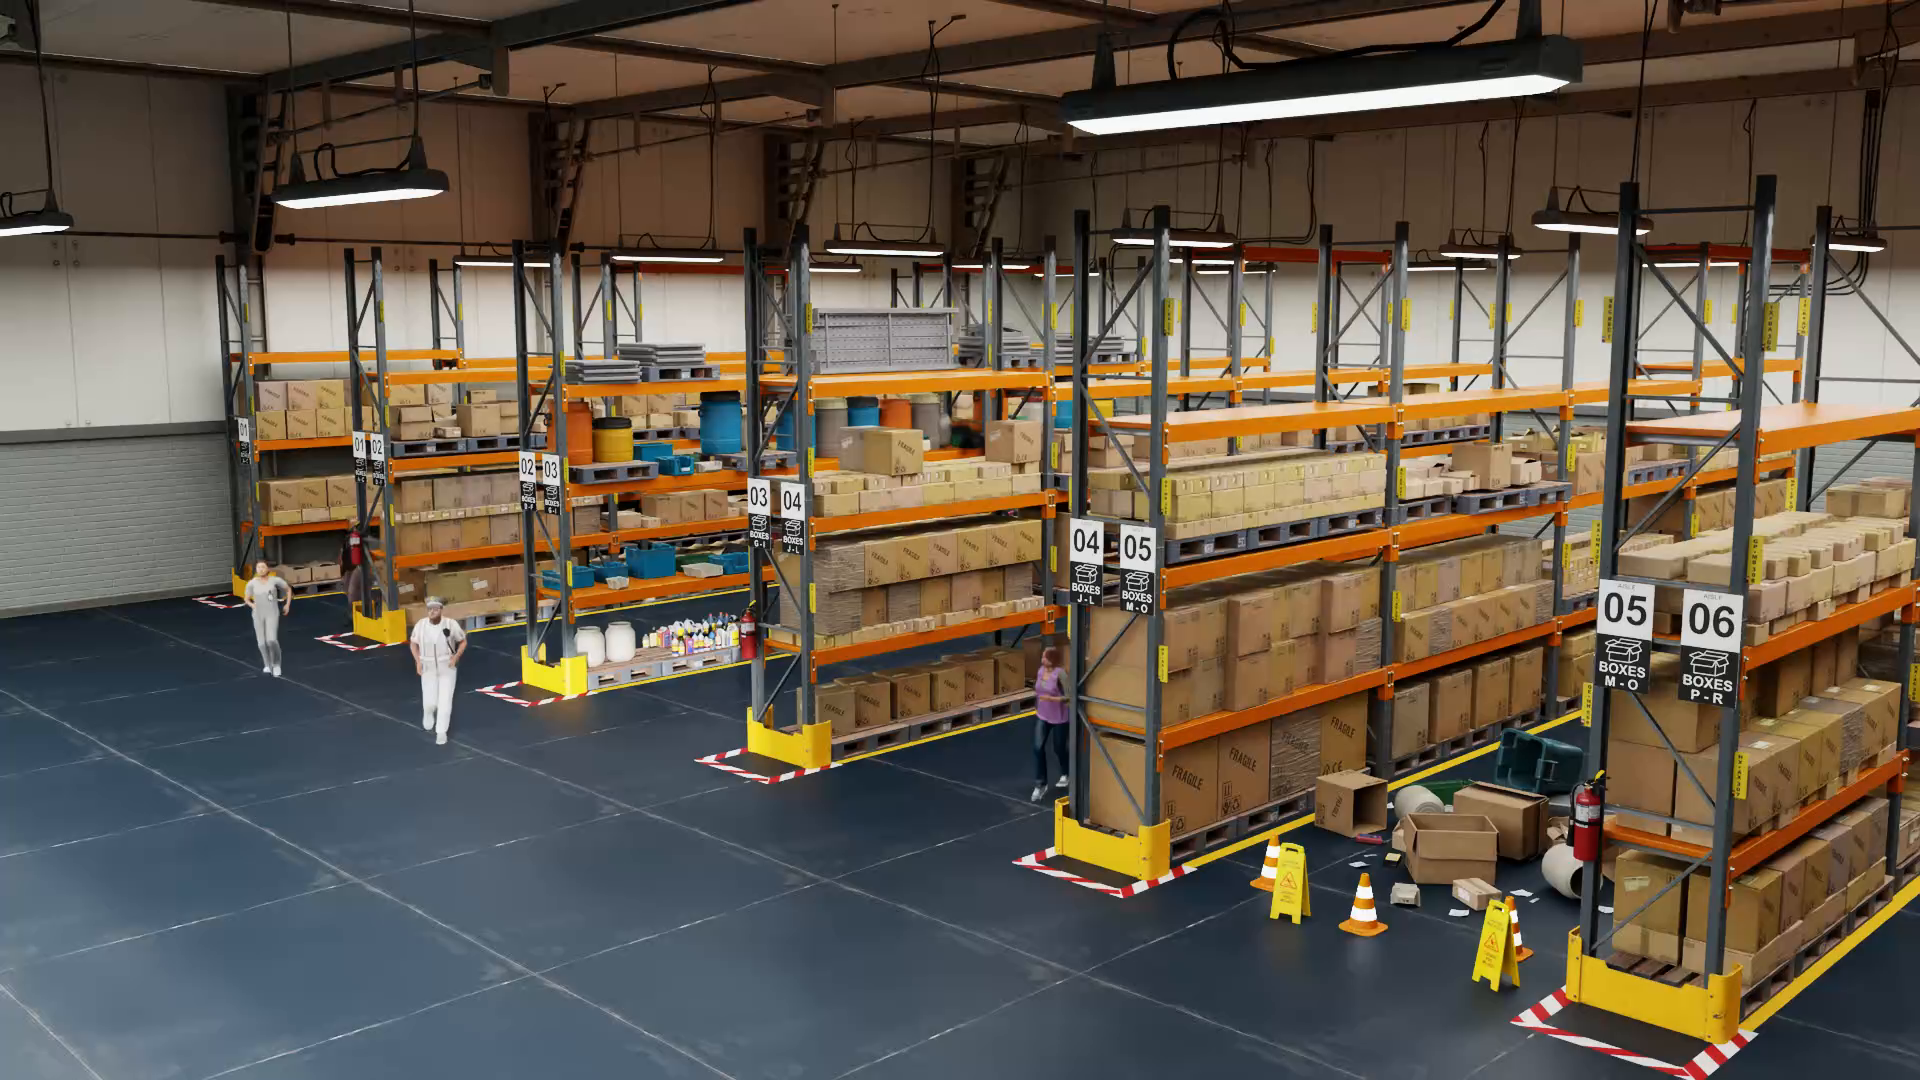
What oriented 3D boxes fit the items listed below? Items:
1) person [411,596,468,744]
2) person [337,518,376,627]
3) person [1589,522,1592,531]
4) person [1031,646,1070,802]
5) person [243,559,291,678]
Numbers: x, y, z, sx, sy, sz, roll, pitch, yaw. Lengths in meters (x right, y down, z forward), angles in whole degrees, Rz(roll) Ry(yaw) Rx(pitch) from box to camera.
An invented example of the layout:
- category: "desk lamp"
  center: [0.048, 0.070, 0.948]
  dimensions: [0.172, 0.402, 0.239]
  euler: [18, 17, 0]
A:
- category: "person"
  center: [-6.192, 1.517, 19.792]
  dimensions: [0.655, 1.760, 0.652]
  euler: [-2, 8, -12]
- category: "person"
  center: [-9.809, 0.504, 27.058]
  dimensions: [0.668, 1.723, 0.764]
  euler: [5, 10, 33]
- category: "person"
  center: [10.241, 0.539, 26.717]
  dimensions: [0.827, 1.705, 0.575]
  euler: [-6, 10, -37]
- category: "person"
  center: [0.997, 1.922, 17.477]
  dimensions: [0.509, 1.650, 0.721]
  euler: [5, 10, 34]
- category: "person"
  center: [-9.601, 1.096, 23.061]
  dimensions: [0.589, 1.689, 0.683]
  euler: [-2, 8, -11]
